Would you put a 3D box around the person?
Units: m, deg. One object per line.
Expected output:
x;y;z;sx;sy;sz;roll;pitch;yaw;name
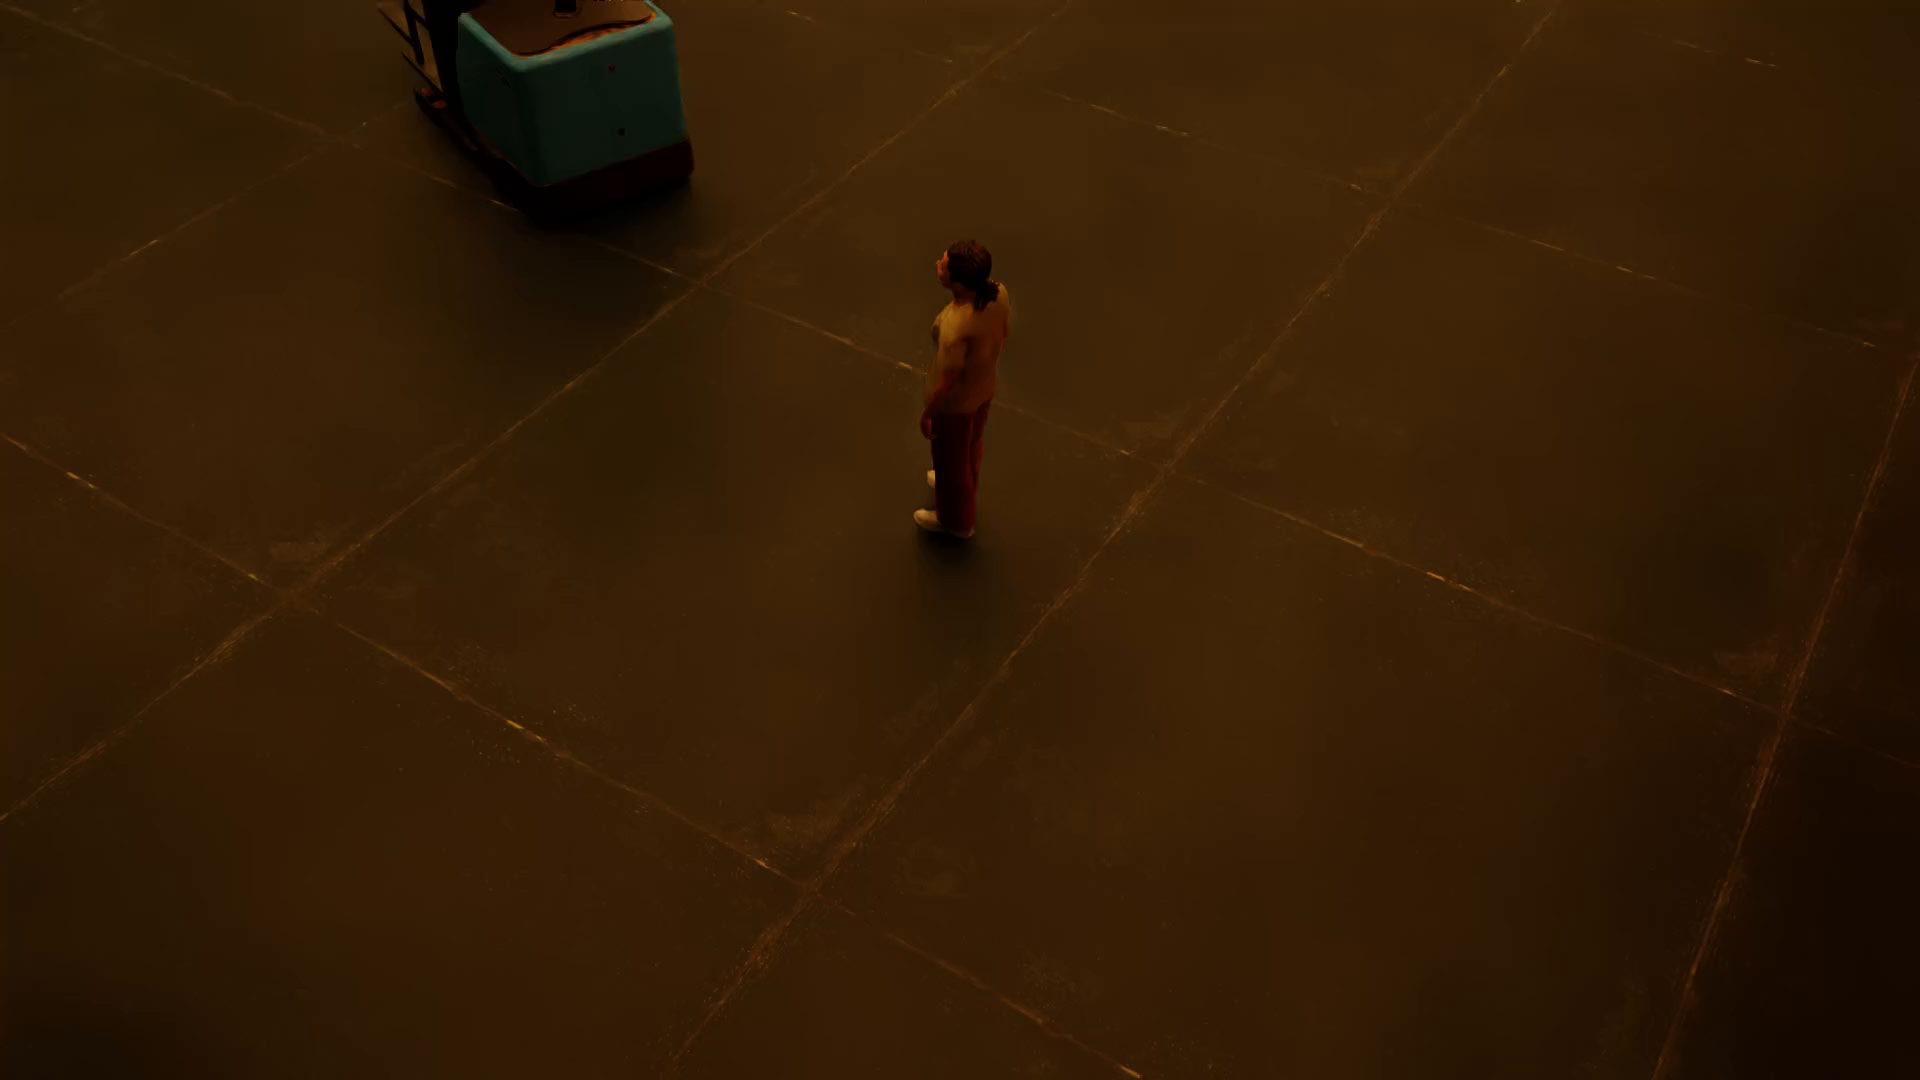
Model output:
-0.056;-0.676;7.405;0.549;1.673;0.554;24;48;23;person

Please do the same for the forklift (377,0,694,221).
-2.915;-3.933;9.997;1.130;2.935;3.031;-26;49;-25;forklift
